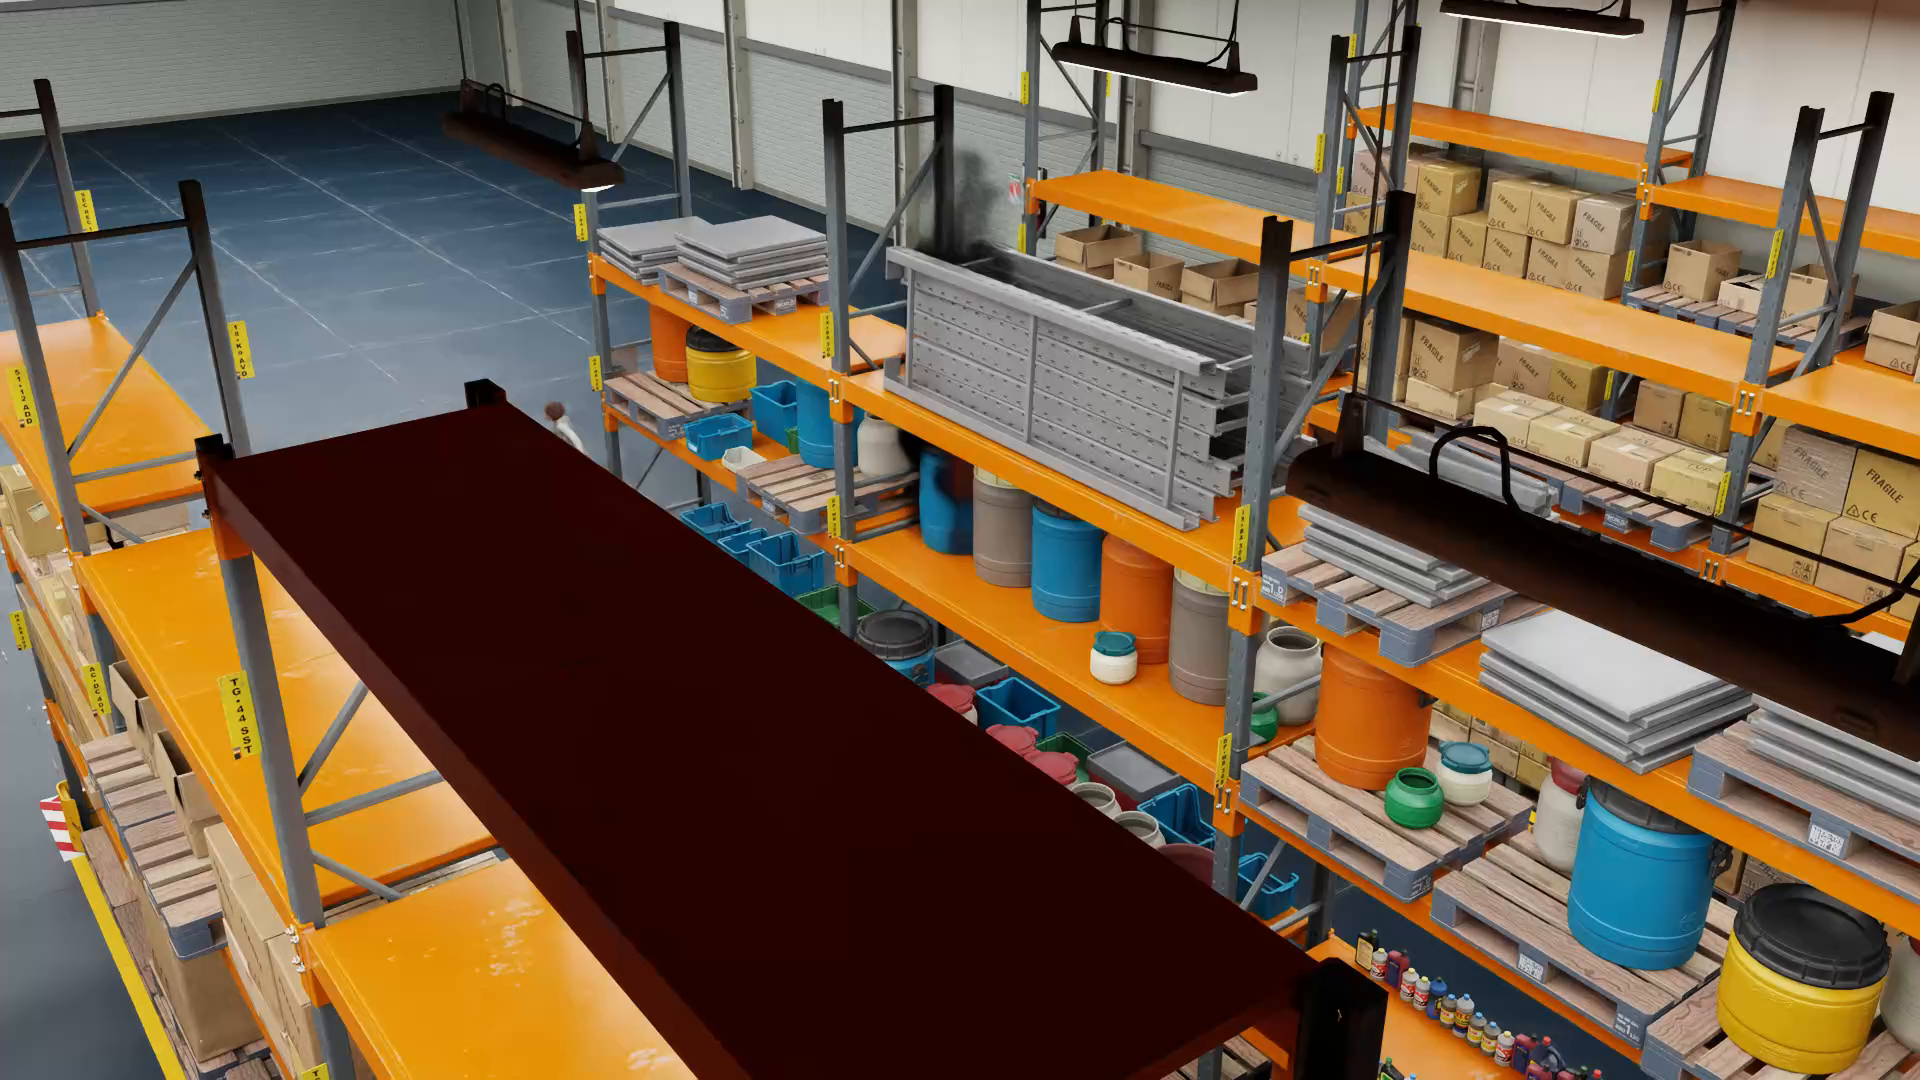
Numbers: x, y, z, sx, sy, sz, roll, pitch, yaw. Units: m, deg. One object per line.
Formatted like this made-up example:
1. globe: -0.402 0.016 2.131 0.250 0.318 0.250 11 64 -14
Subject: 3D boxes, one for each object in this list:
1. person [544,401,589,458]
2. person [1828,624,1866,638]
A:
1. person: -4.406 -0.827 19.093 0.681 1.442 0.521 -2 25 -5
2. person: 8.002 1.041 14.785 0.636 1.673 0.810 -19 31 -35
